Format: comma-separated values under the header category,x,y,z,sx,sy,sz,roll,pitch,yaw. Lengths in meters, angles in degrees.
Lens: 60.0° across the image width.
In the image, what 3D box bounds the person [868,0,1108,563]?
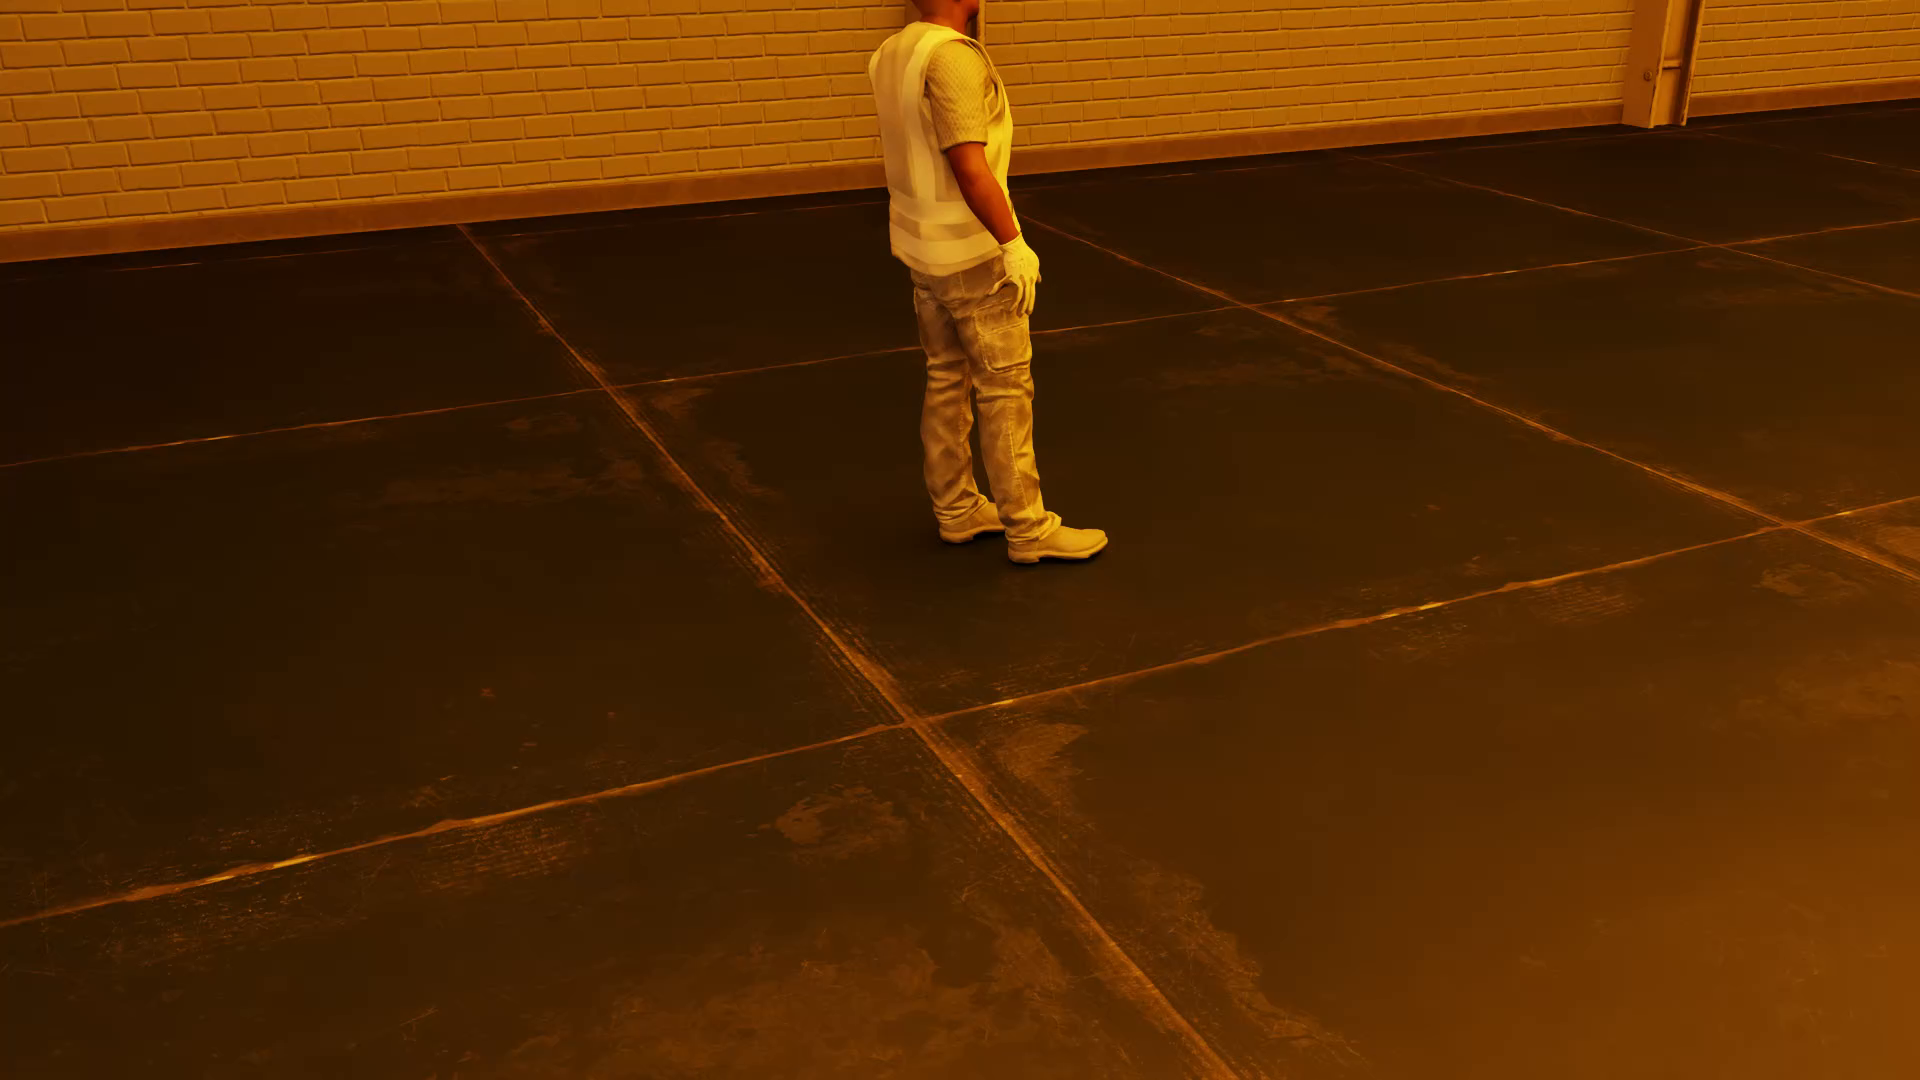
category,x,y,z,sx,sy,sz,roll,pitch,yaw
person,0.069,-0.839,4.782,0.577,1.782,0.656,-10,25,-23
